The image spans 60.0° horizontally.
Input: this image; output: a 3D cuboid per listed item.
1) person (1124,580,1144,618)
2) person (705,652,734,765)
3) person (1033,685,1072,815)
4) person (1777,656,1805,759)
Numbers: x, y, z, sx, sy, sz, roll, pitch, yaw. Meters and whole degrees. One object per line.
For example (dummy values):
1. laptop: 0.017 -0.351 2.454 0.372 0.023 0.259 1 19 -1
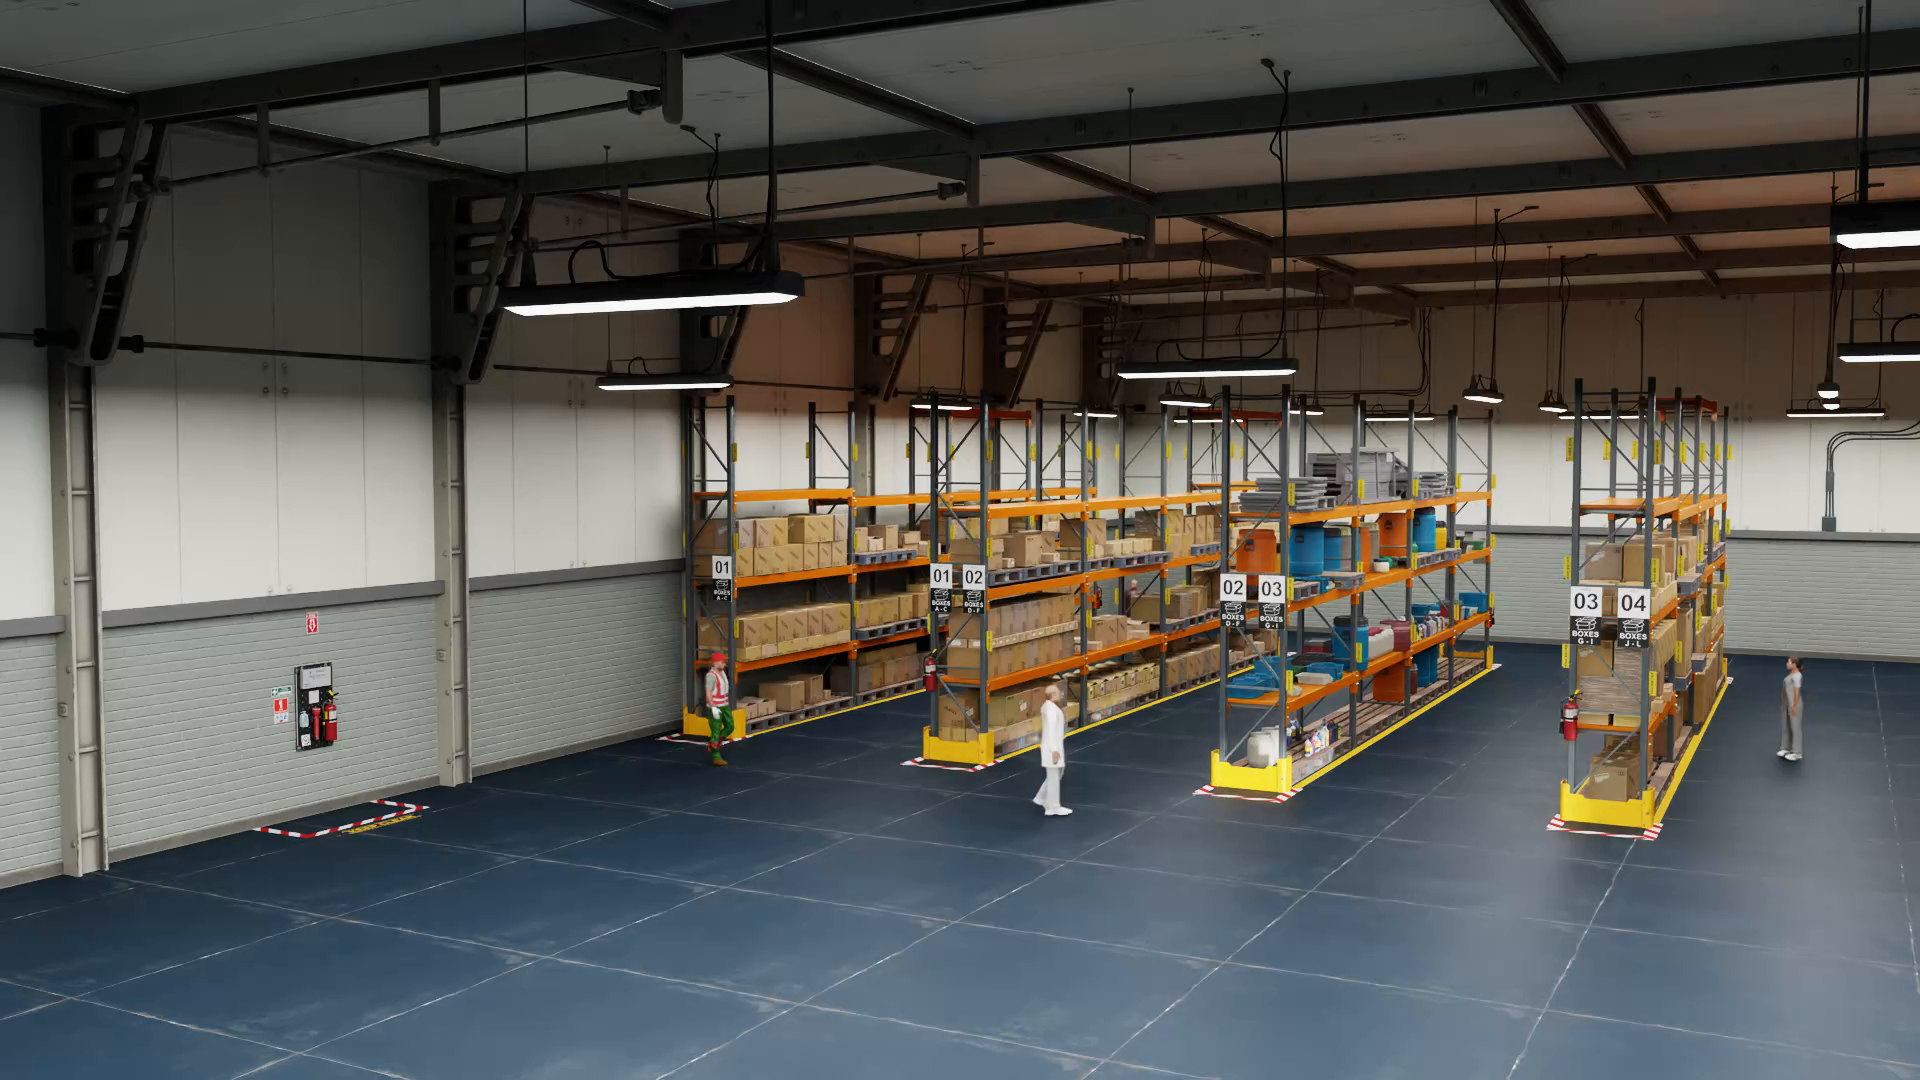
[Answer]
1. person: 4.426 1.885 42.461 0.673 1.729 1.029 1 3 13
2. person: -3.888 2.699 26.798 0.533 1.788 0.678 1 3 23
3. person: 1.291 2.908 23.033 0.503 1.794 0.684 0 3 -5
4. person: 13.610 2.726 27.207 0.362 1.677 0.474 0 3 -3
